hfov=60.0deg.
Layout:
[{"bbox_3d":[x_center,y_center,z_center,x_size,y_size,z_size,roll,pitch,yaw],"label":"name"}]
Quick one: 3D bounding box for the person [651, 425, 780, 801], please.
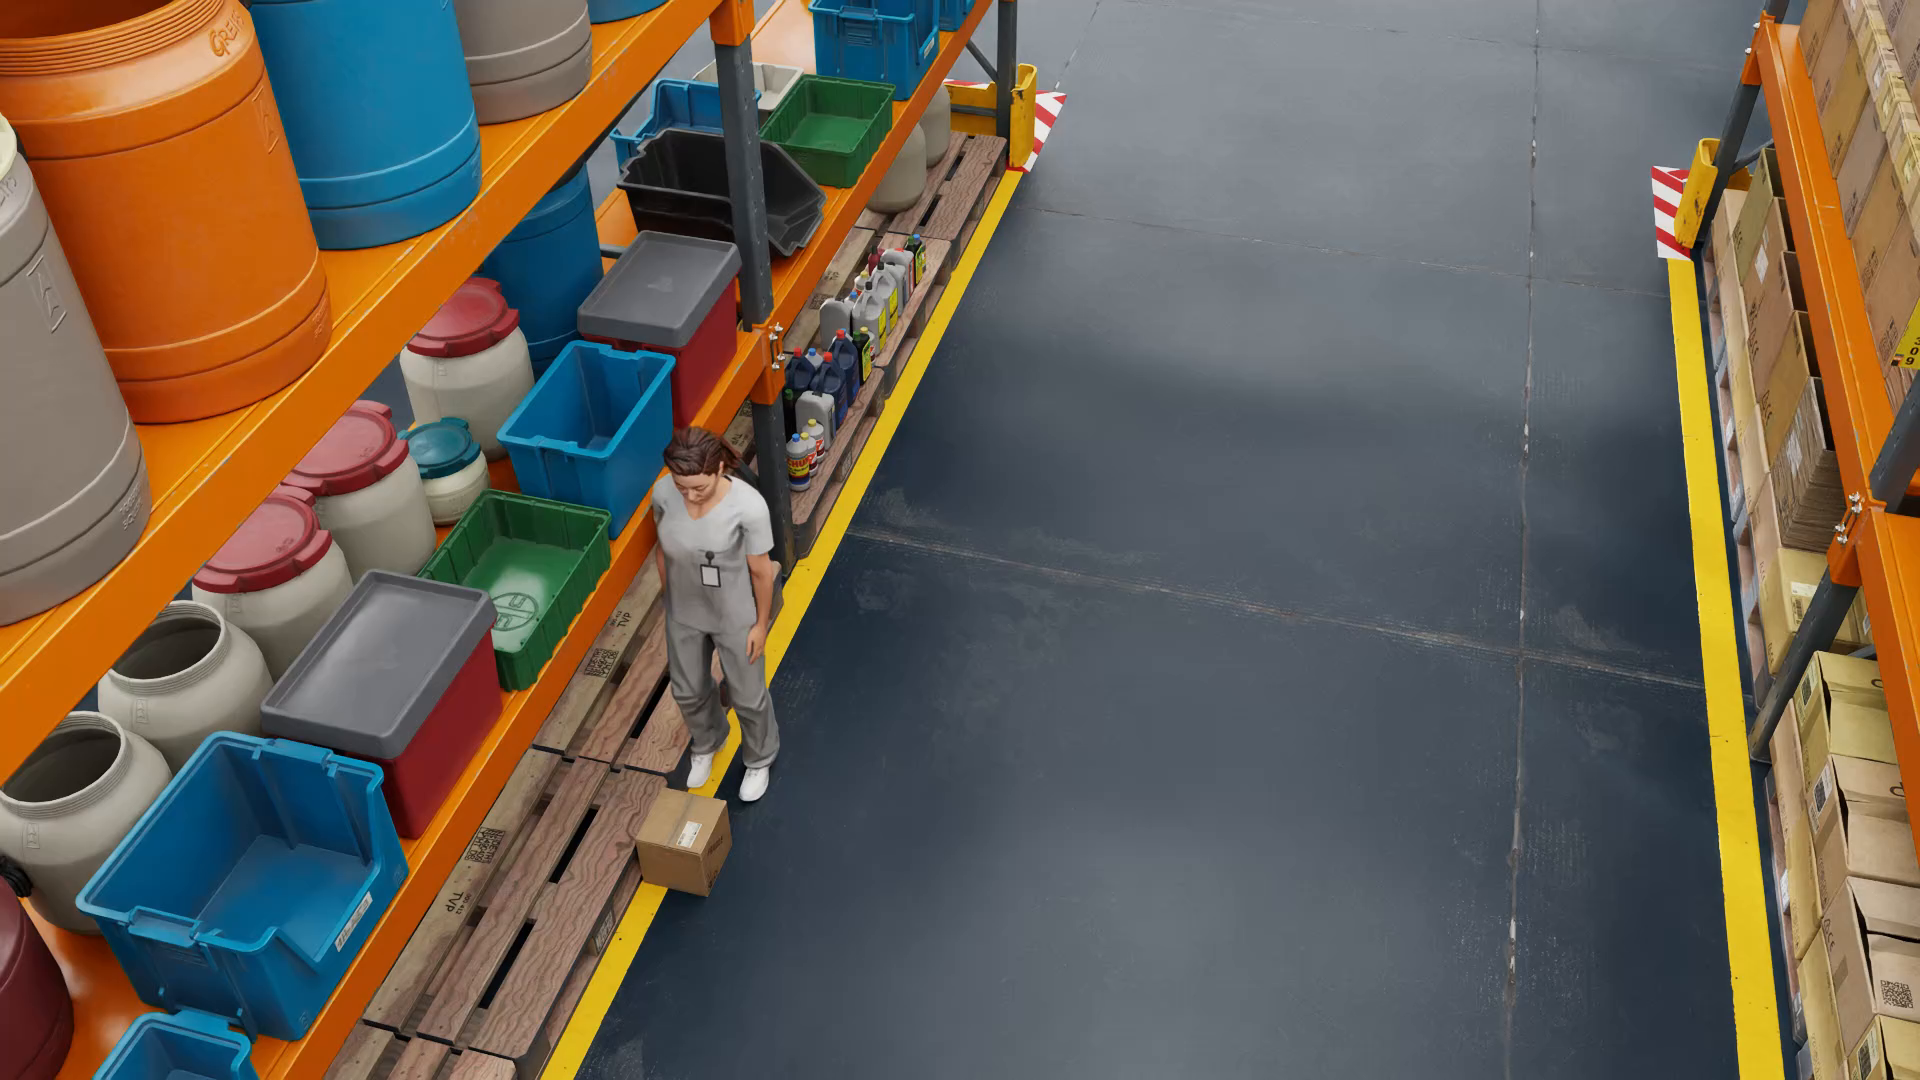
[{"bbox_3d":[-0.847,0.251,5.881,0.444,1.669,0.349,11,42,12],"label":"person"}]
